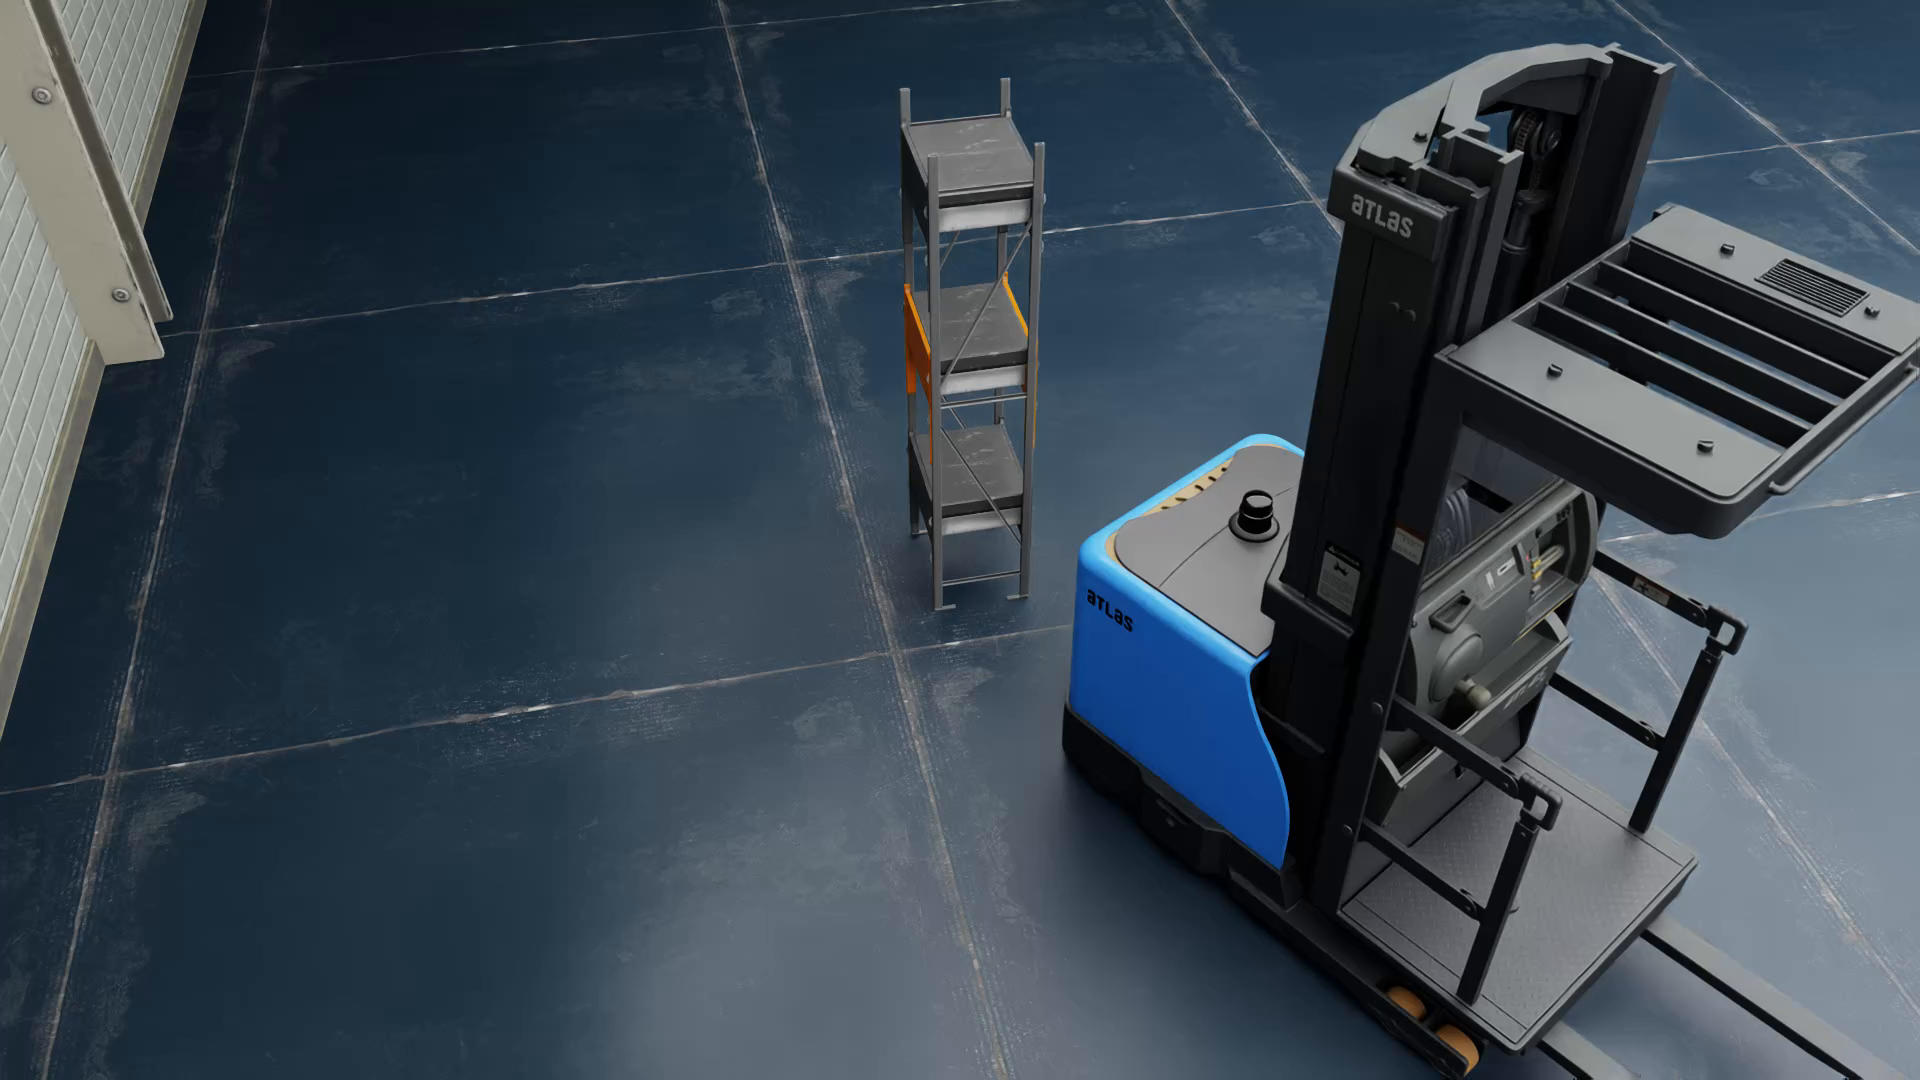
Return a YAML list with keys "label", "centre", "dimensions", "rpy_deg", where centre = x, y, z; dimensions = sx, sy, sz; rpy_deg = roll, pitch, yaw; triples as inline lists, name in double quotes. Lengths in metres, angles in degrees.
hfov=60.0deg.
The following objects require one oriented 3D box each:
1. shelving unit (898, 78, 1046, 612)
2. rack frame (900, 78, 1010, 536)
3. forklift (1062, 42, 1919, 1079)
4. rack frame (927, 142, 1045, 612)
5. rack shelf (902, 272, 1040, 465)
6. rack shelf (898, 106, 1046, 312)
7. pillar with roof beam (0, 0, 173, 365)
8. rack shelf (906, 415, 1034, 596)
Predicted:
- label: "shelving unit"
  centre: [0.036, -0.678, 6.432]
  dimensions: [0.431, 2.100, 0.503]
  rpy_deg: [-8, 42, -9]
- label: "rack frame"
  centre: [-0.017, -0.836, 6.610]
  dimensions: [0.400, 2.100, 0.015]
  rpy_deg: [-8, 42, -9]
- label: "forklift"
  centre: [1.747, 0.232, 4.781]
  dimensions: [1.130, 2.935, 3.031]
  rpy_deg: [-31, 50, -30]
- label: "rack frame"
  centre: [0.088, -0.520, 6.254]
  dimensions: [0.400, 2.100, 0.015]
  rpy_deg: [-8, 42, -9]
- label: "rack shelf"
  centre: [0.036, -0.668, 6.441]
  dimensions: [0.431, 0.518, 0.480]
  rpy_deg: [-8, 42, -9]
- label: "rack shelf"
  centre: [0.036, -1.191, 5.976]
  dimensions: [0.431, 0.518, 0.480]
  rpy_deg: [-8, 42, -9]
- label: "pillar with roof beam"
  centre: [0.047, -4.994, 6.098]
  dimensions: [9.100, 9.000, 0.400]
  rpy_deg: [-8, 42, -9]
- label: "rack shelf"
  centre: [0.036, -0.144, 6.906]
  dimensions: [0.431, 0.518, 0.480]
  rpy_deg: [-8, 42, -9]
